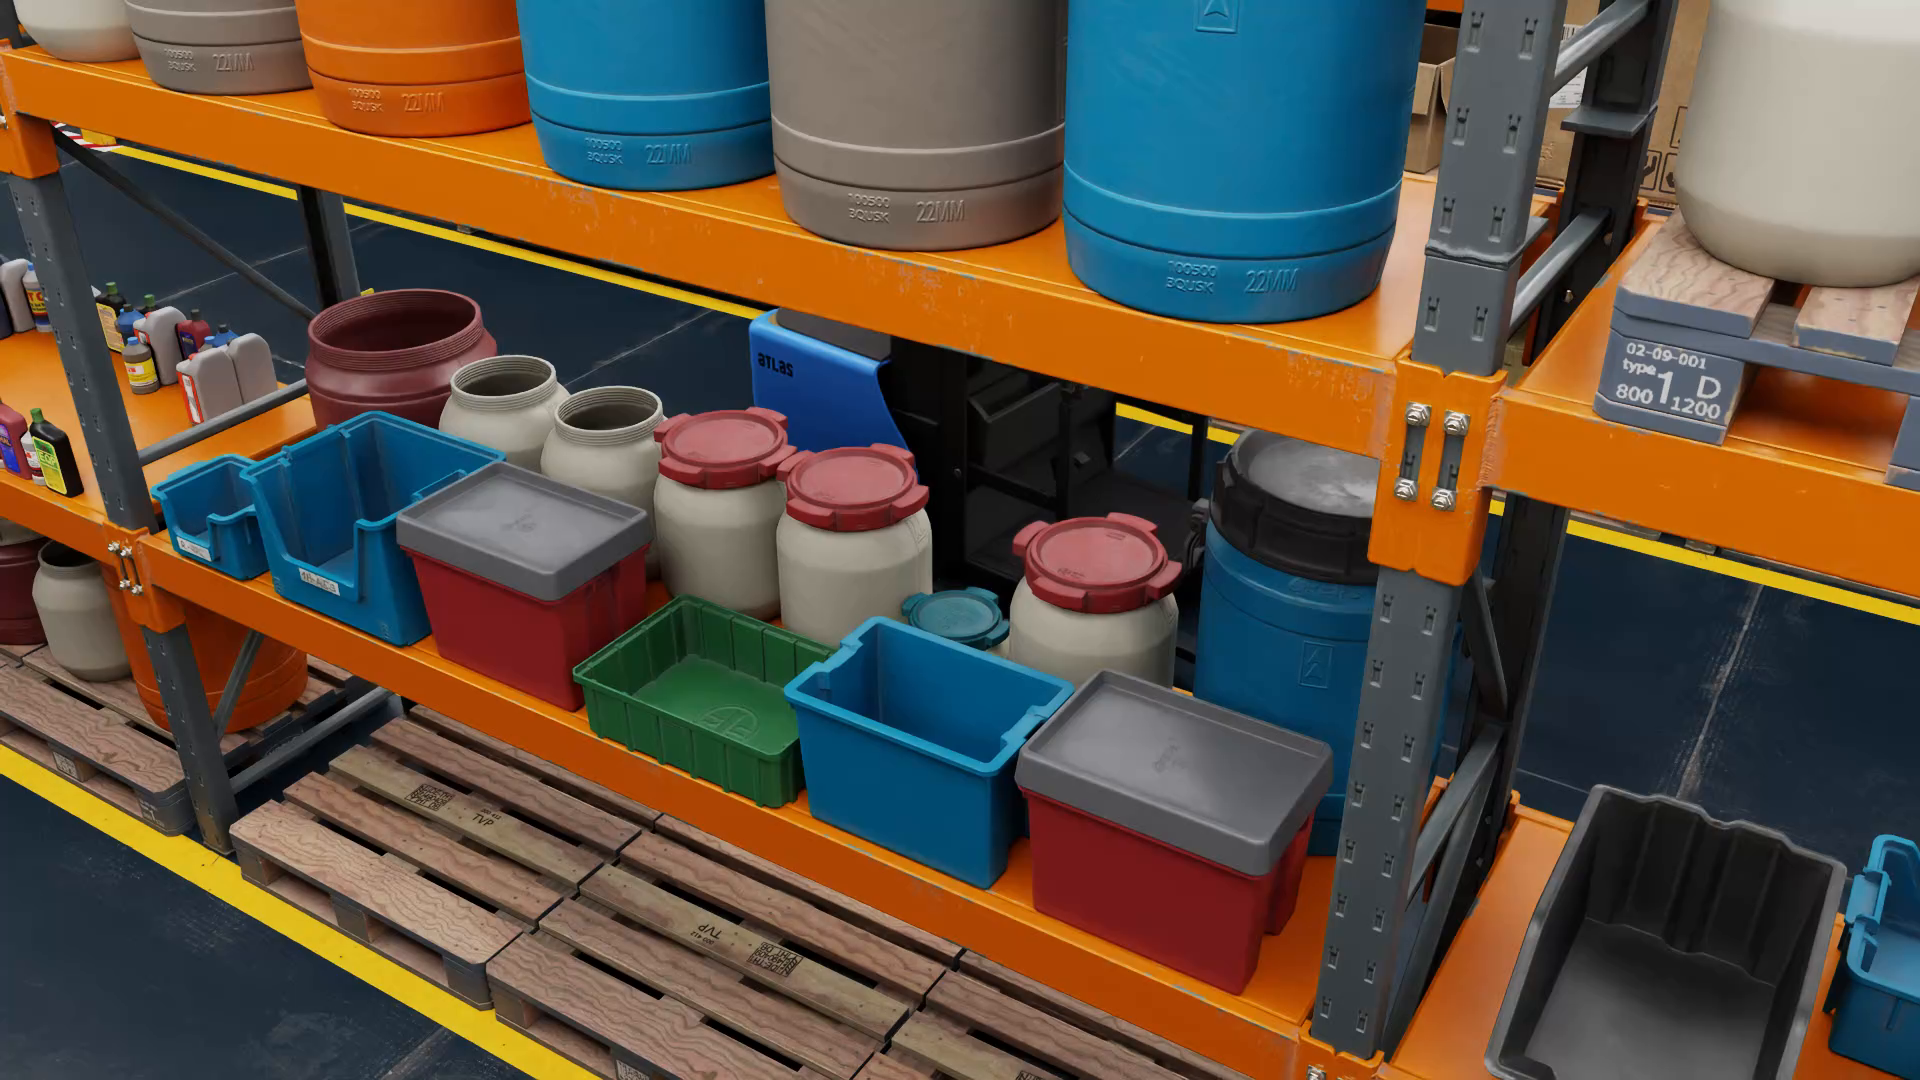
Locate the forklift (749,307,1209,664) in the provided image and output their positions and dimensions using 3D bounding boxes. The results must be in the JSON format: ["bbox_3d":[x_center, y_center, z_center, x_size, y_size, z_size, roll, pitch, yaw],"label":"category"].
[{"bbox_3d":[0.515,-1.022,6.593,3.031,2.935,1.130,23,37,33],"label":"forklift"}]

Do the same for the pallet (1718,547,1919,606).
[{"bbox_3d":[4.250,-0.081,7.680,1.213,0.211,1.003,18,35,27],"label":"pallet"}]

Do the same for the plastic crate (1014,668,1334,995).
[{"bbox_3d":[0.456,0.636,3.619,0.583,0.464,0.402,18,35,27],"label":"plastic crate"}]

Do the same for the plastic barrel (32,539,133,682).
[{"bbox_3d":[-3.308,0.248,6.400,0.421,0.512,0.421,0,30,0],"label":"plastic barrel"}]

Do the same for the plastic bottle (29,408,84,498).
[{"bbox_3d":[-2.928,-0.284,5.376,0.133,0.283,0.061,18,35,27],"label":"plastic bottle"}]

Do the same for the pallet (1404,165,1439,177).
[{"bbox_3d":[1.973,-1.927,8.266,1.213,0.211,1.003,18,35,27],"label":"pallet"}]

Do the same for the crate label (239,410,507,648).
[{"bbox_3d":[-1.661,-0.042,4.810,0.616,0.435,0.502,18,35,27],"label":"crate label"}]

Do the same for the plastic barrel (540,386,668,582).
[{"bbox_3d":[-1.017,-0.159,4.936,0.421,0.512,0.421,0,30,0],"label":"plastic barrel"}]

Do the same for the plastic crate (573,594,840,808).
[{"bbox_3d":[-0.596,0.409,4.283,0.662,0.188,0.450,18,35,27],"label":"plastic crate"}]

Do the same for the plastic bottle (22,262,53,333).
[{"bbox_3d":[-3.615,-0.959,6.545,0.097,0.271,0.097,0,30,0],"label":"plastic bottle"}]

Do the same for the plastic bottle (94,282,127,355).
[{"bbox_3d":[-3.230,-0.853,6.351,0.133,0.283,0.061,18,35,27],"label":"plastic bottle"}]

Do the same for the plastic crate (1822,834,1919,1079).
[{"bbox_3d":[2.111,0.908,3.364,0.616,0.251,0.499,18,35,27],"label":"plastic crate"}]

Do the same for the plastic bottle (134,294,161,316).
[{"bbox_3d":[-3.035,-0.791,6.245,0.133,0.283,0.061,18,35,27],"label":"plastic bottle"}]

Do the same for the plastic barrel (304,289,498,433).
[{"bbox_3d":[-1.805,-0.472,5.448,0.708,0.536,0.600,18,35,27],"label":"plastic barrel"}]

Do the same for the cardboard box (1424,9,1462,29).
[{"bbox_3d":[3.465,-3.620,12.795,0.750,0.750,1.050,17,34,27],"label":"cardboard box"}]

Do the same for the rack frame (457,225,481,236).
[{"bbox_3d":[-3.114,-3.594,10.934,0.127,3.000,1.000,18,35,27],"label":"rack frame"}]

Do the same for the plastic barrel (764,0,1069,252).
[{"bbox_3d":[-0.071,-1.068,3.129,0.600,0.901,0.600,0,30,0],"label":"plastic barrel"}]

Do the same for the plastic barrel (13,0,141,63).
[{"bbox_3d":[-2.259,-1.538,4.322,0.421,0.512,0.421,0,30,0],"label":"plastic barrel"}]

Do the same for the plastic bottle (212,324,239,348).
[{"bbox_3d":[-2.637,-0.649,6.014,0.097,0.271,0.097,0,30,0],"label":"plastic bottle"}]

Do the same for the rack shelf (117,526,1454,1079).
[{"bbox_3d":[-0.665,0.438,4.736,4.000,0.370,1.077,18,35,27],"label":"rack shelf"}]

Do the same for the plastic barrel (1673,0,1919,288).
[{"bbox_3d":[1.289,-0.663,2.405,0.421,0.512,0.421,0,30,0],"label":"plastic barrel"}]

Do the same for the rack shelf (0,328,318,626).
[{"bbox_3d":[-4.053,-0.633,6.573,4.000,0.370,1.077,18,35,27],"label":"rack shelf"}]

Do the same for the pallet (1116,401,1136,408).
[{"bbox_3d":[0.935,-1.108,9.440,1.213,0.211,1.003,18,35,27],"label":"pallet"}]

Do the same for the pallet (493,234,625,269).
[{"bbox_3d":[-2.420,-2.215,11.337,1.213,0.211,1.003,18,35,27],"label":"pallet"}]

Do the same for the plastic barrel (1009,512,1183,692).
[{"bbox_3d":[0.335,0.255,4.202,0.433,0.535,0.433,0,30,0],"label":"plastic barrel"}]

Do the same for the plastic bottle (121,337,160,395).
[{"bbox_3d":[-2.996,-0.642,6.071,0.097,0.201,0.097,0,30,0],"label":"plastic bottle"}]

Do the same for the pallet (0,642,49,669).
[{"bbox_3d":[-4.078,0.275,7.068,1.213,0.211,1.003,18,35,27],"label":"pallet"}]

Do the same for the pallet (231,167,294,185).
[{"bbox_3d":[-4.754,-2.953,12.602,1.213,0.211,1.003,18,35,27],"label":"pallet"}]

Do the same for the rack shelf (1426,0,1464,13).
[{"bbox_3d":[4.691,-3.766,11.942,4.000,0.370,1.077,18,35,27],"label":"rack shelf"}]

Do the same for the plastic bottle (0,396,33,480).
[{"bbox_3d":[-3.124,-0.346,5.482,0.133,0.283,0.061,18,35,27],"label":"plastic bottle"}]

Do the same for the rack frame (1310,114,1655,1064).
[{"bbox_3d":[1.029,0.663,3.637,0.127,3.000,1.000,18,35,27],"label":"rack frame"}]

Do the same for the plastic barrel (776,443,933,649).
[{"bbox_3d":[-0.286,0.058,4.539,0.433,0.535,0.433,0,30,0],"label":"plastic barrel"}]

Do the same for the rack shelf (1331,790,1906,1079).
[{"bbox_3d":[2.723,1.510,2.899,4.000,0.370,1.077,18,35,27],"label":"rack shelf"}]

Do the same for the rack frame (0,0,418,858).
[{"bbox_3d":[-2.359,-0.408,5.473,0.127,3.000,1.000,18,35,27],"label":"rack frame"}]

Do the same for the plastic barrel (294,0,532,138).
[{"bbox_3d":[-1.225,-1.402,3.773,0.708,0.830,0.600,18,35,27],"label":"plastic barrel"}]

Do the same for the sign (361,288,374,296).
[{"bbox_3d":[-2.072,-0.716,5.838,0.005,0.325,0.100,18,35,27],"label":"sign"}]

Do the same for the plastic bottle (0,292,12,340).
[{"bbox_3d":[-3.828,-0.956,6.461,0.185,0.351,0.144,18,35,27],"label":"plastic bottle"}]

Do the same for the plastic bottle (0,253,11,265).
[{"bbox_3d":[-3.861,-1.057,6.634,0.185,0.351,0.144,18,35,27],"label":"plastic bottle"}]

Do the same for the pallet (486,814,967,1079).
[{"bbox_3d":[-0.694,1.347,5.231,1.213,0.211,1.003,18,35,27],"label":"pallet"}]

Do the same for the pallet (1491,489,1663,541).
[{"bbox_3d":[3.002,-0.454,8.319,1.213,0.211,1.003,18,35,27],"label":"pallet"}]

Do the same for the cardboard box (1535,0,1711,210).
[{"bbox_3d":[3.064,-2.164,7.470,1.000,1.000,1.000,18,35,28],"label":"cardboard box"}]

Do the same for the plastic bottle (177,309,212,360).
[{"bbox_3d":[-2.808,-0.719,6.122,0.133,0.283,0.061,18,35,27],"label":"plastic bottle"}]
